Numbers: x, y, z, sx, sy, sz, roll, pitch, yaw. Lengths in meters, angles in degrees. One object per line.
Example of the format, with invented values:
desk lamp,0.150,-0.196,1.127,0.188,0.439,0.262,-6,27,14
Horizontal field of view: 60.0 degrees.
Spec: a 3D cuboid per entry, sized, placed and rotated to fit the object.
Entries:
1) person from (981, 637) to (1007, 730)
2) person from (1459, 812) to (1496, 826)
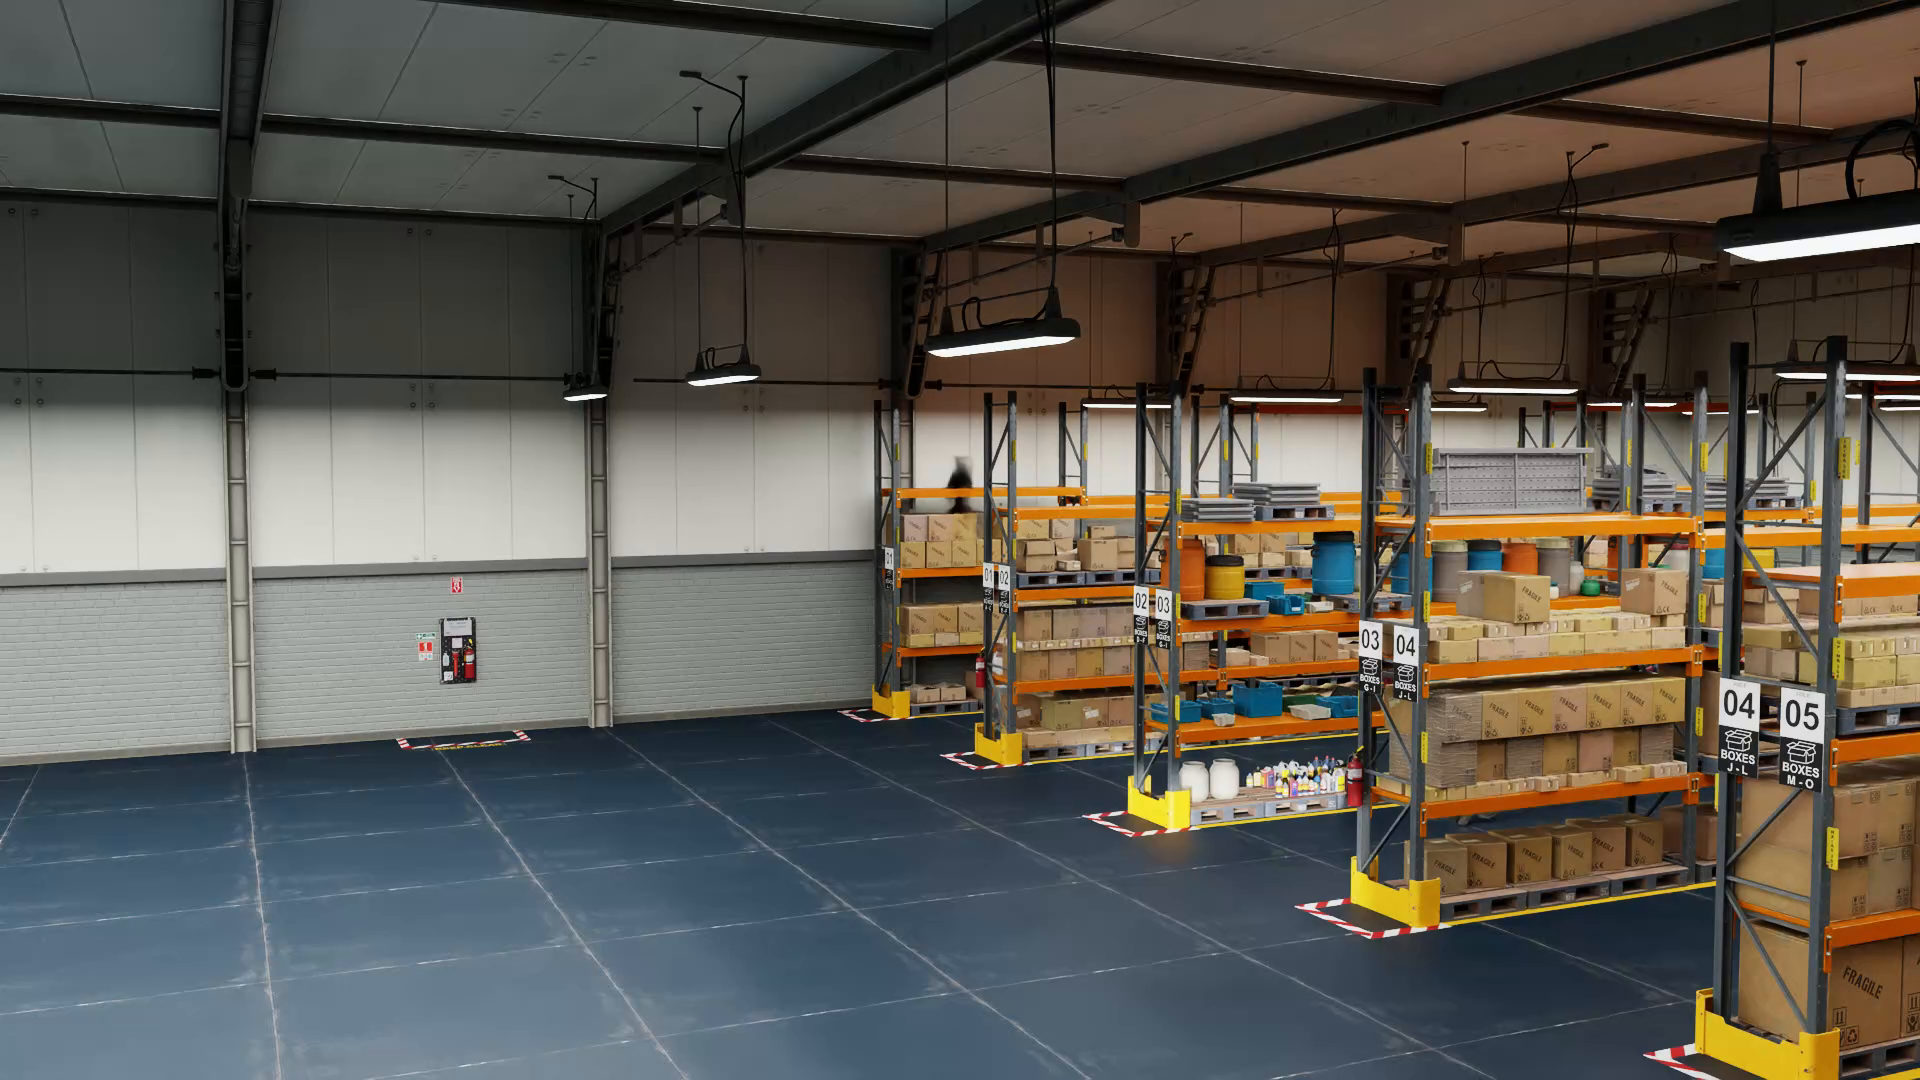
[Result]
person,0.726,2.586,29.568,0.638,1.756,0.676,-3,5,-44
person,6.990,3.069,22.541,0.863,1.614,0.548,-2,4,-35
